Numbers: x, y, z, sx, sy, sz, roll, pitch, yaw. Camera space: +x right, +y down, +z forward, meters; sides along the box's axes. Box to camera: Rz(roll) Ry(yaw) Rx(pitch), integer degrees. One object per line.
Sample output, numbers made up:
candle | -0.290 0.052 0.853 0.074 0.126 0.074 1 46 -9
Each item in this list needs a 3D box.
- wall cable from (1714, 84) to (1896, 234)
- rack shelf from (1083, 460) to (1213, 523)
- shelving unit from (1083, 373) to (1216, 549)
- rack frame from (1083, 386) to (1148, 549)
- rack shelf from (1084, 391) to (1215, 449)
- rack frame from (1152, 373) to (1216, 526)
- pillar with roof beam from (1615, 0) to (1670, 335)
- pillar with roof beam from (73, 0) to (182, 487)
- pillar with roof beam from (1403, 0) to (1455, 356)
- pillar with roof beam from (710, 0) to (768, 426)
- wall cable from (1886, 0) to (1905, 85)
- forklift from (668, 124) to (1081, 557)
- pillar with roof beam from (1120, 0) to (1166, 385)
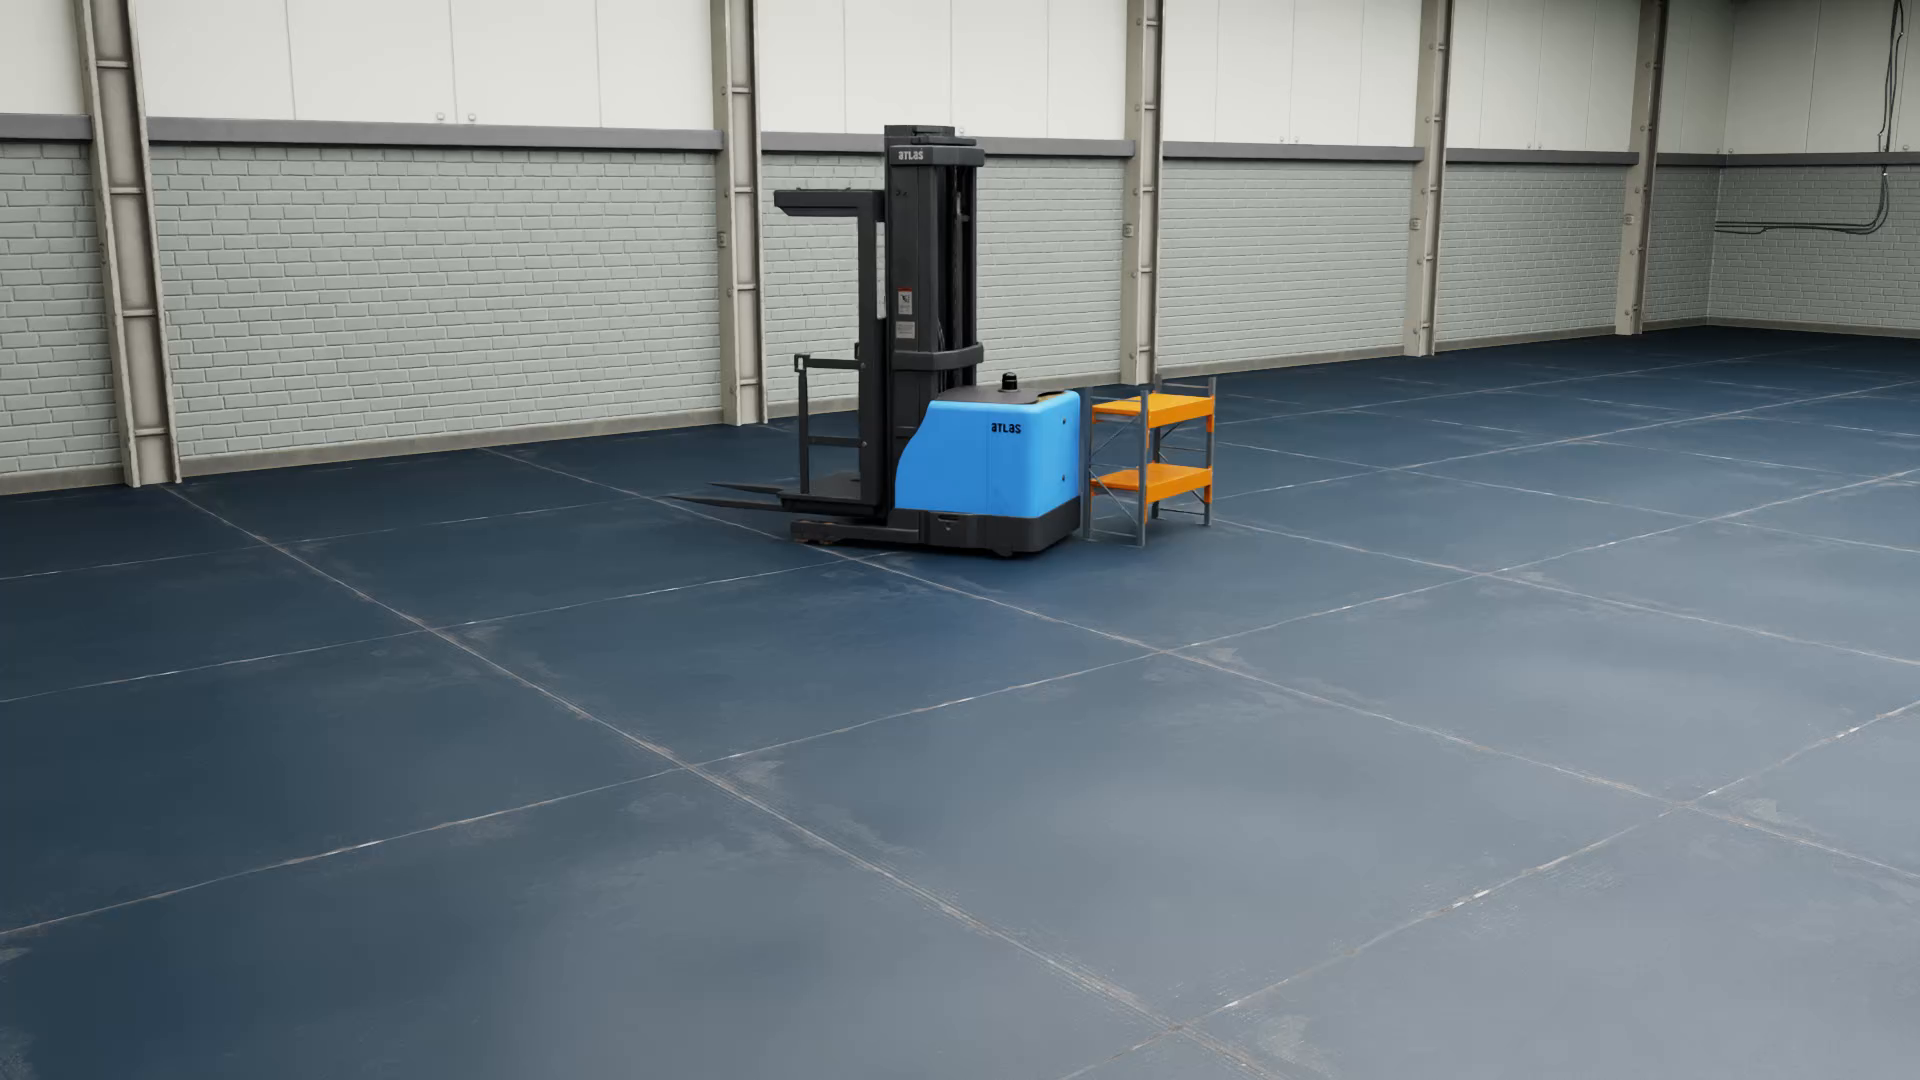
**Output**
wall cable | 14.836 -6.667 29.337 0.112 2.526 3.097 -9 15 -38
rack shelf | 1.404 -0.368 12.329 0.538 0.278 1.000 9 15 35
shelving unit | 1.404 -0.607 12.279 0.538 1.125 1.048 9 15 35
rack frame | 1.107 -0.521 11.875 0.500 1.125 0.032 9 15 35
rack shelf | 1.404 -0.893 12.218 0.538 0.278 1.000 9 15 35
rack frame | 1.701 -0.693 12.682 0.500 1.125 0.032 9 15 35
pillar with roof beam | 14.399 -7.320 24.936 0.400 9.000 9.100 -9 15 -38
pillar with roof beam | -4.342 -4.206 10.270 0.400 9.000 9.100 -9 15 -38
pillar with roof beam | 9.713 -6.541 21.270 0.400 9.000 9.100 -9 15 -38
pillar with roof beam | 0.343 -4.984 13.937 0.400 9.000 9.100 -9 15 -38
wall cable | 16.526 -8.699 26.746 0.112 2.526 3.097 -9 15 -38
forklift | -0.685 -1.491 12.095 3.031 2.935 1.130 5 13 21
pillar with roof beam | 5.028 -5.763 17.603 0.400 9.000 9.100 -9 15 -38
